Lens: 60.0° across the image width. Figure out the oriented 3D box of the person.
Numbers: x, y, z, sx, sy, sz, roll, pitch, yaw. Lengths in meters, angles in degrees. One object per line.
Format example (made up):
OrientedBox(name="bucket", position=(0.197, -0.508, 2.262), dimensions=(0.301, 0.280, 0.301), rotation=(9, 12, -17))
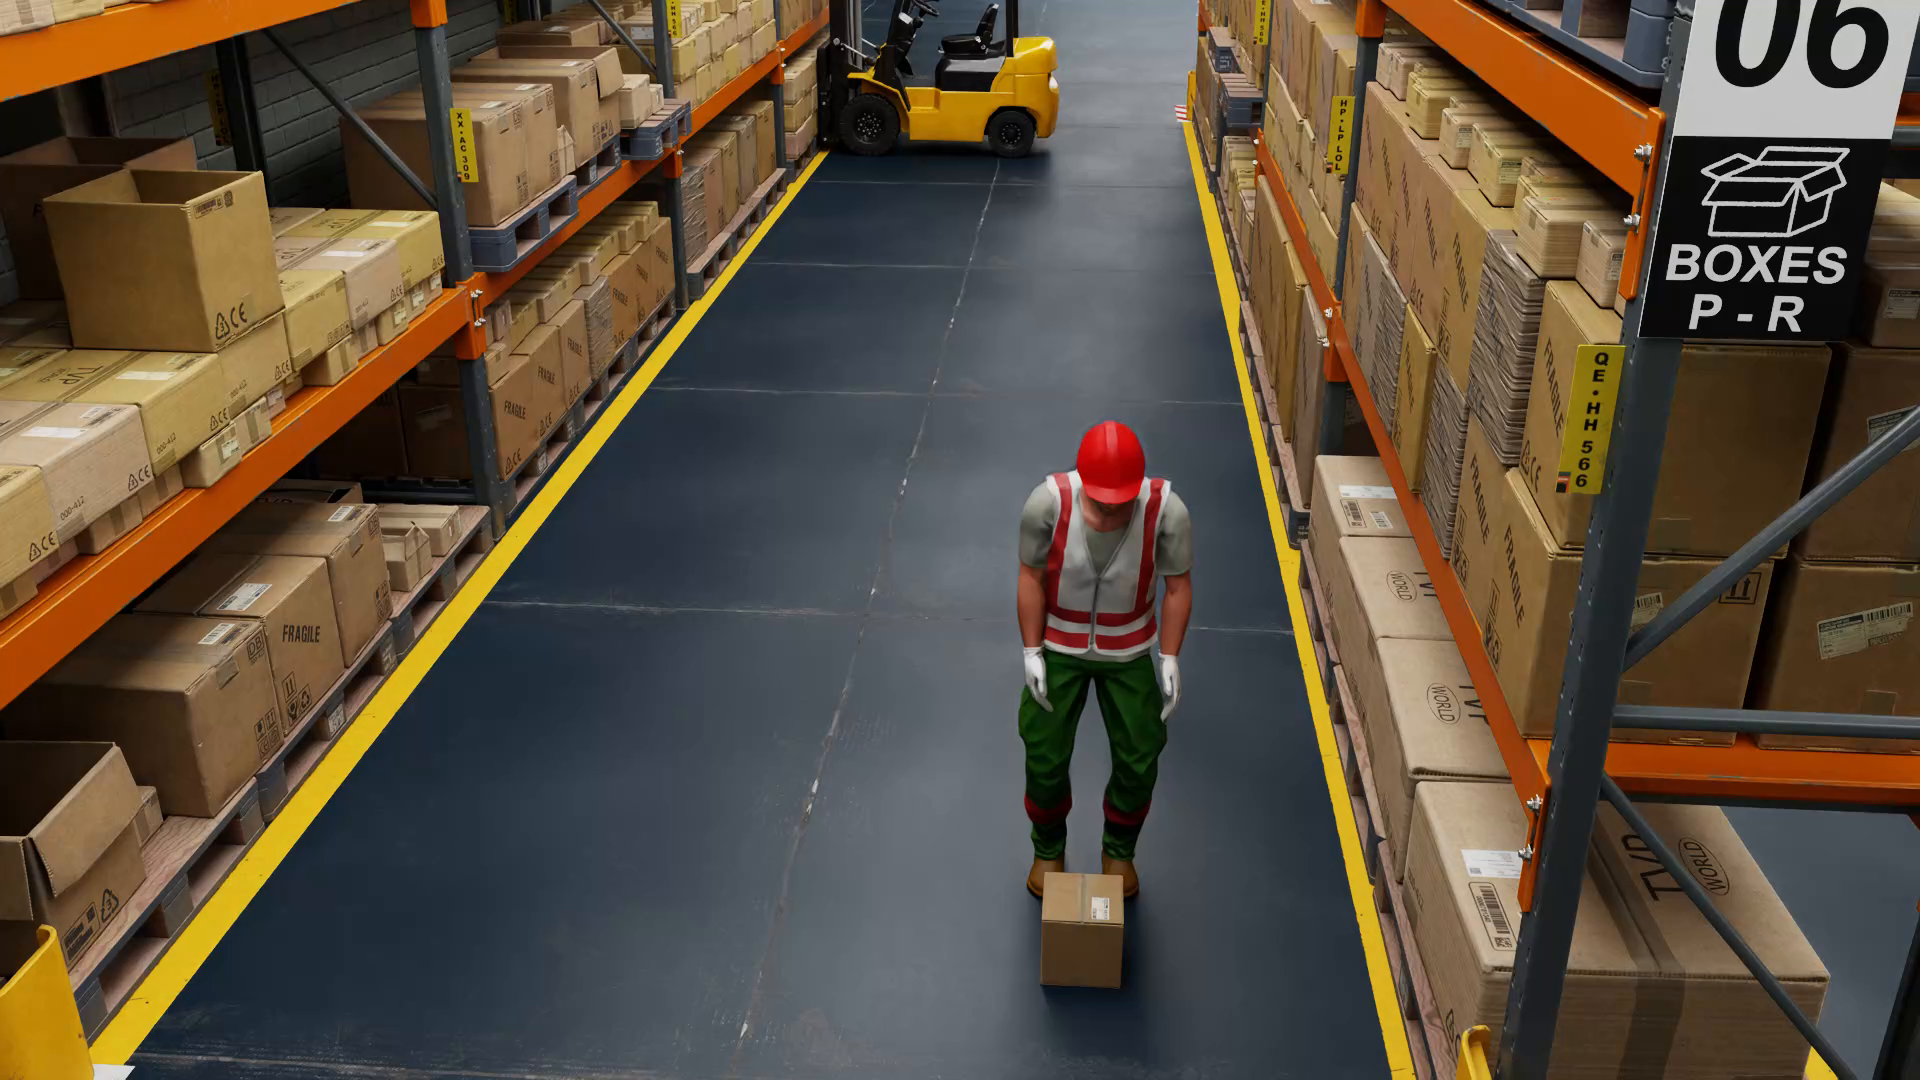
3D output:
OrientedBox(name="person", position=(0.455, 0.384, 5.337), dimensions=(0.554, 1.699, 0.516), rotation=(2, 24, 5))
